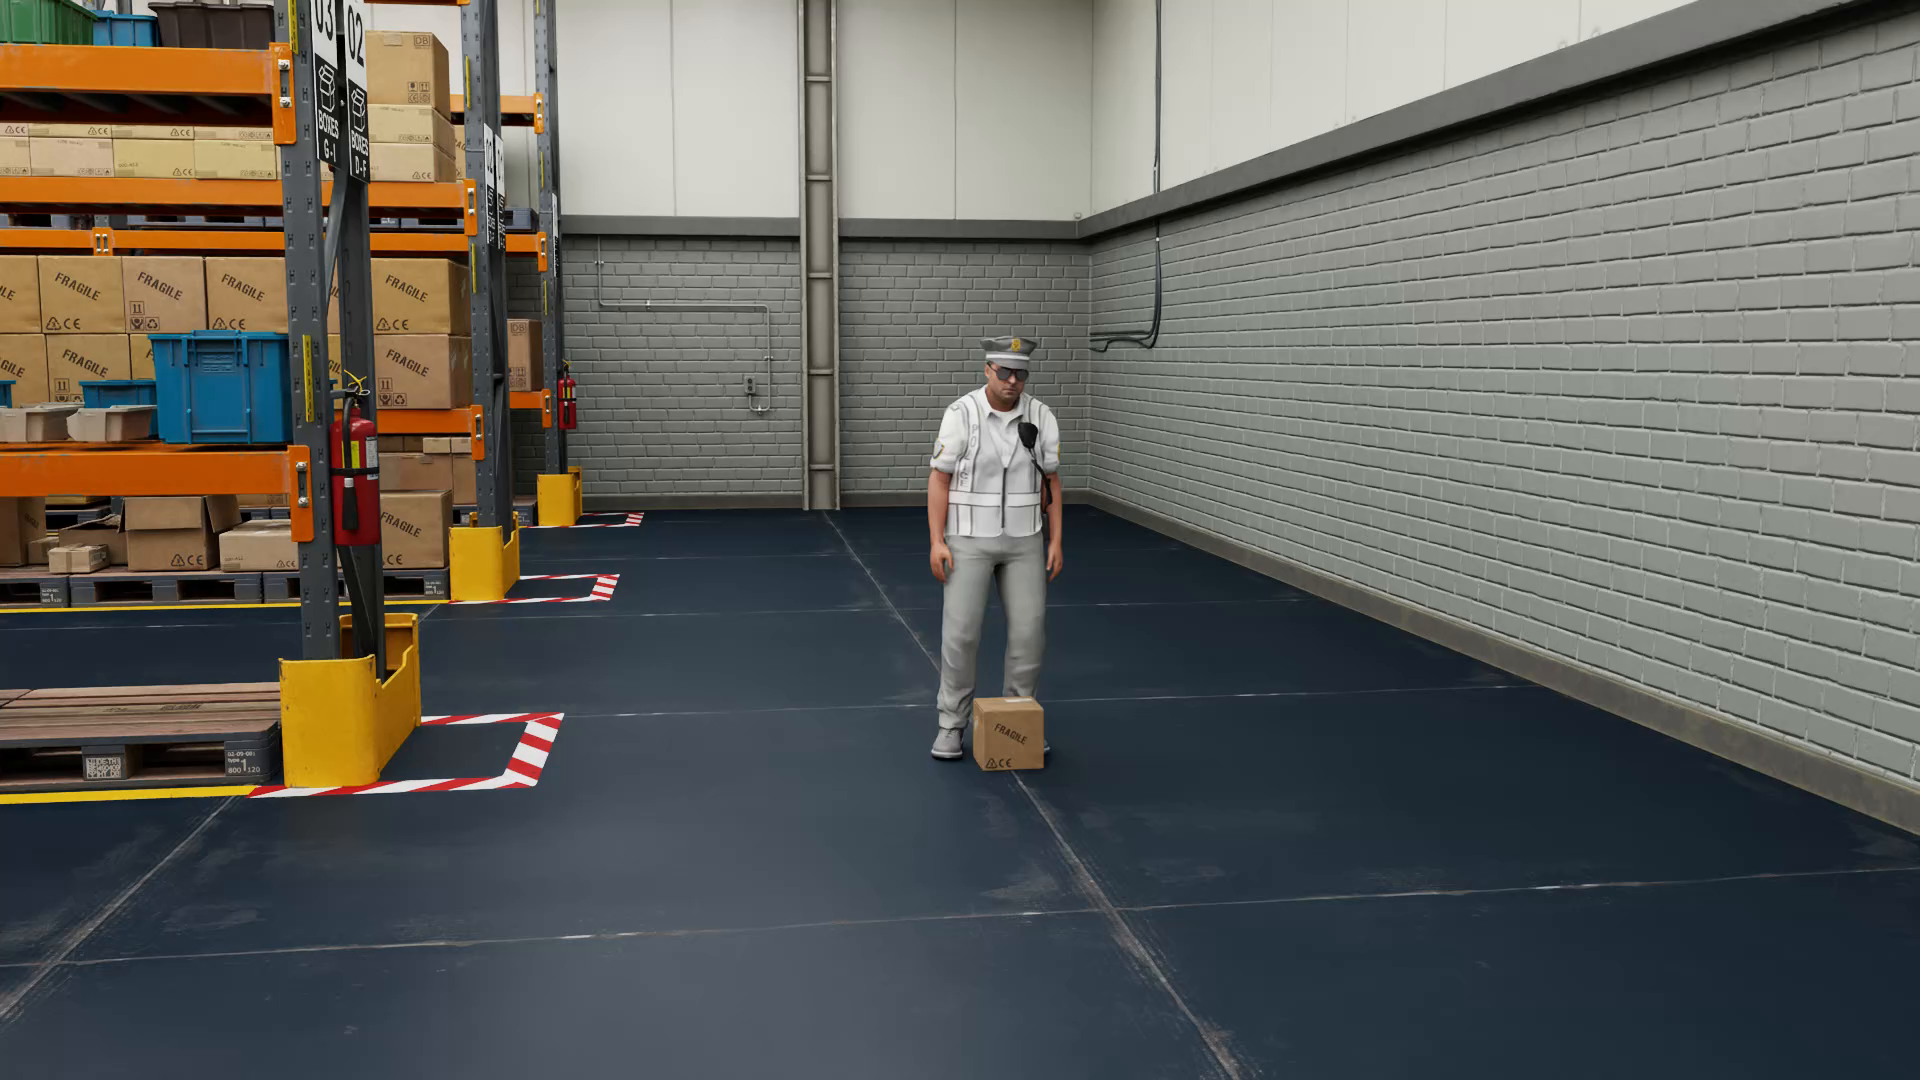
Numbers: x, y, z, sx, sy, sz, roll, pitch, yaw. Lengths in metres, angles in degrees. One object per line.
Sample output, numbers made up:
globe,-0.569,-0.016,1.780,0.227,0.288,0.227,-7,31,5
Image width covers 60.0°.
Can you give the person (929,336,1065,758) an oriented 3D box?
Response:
person,0.152,0.019,7.016,0.601,1.747,0.445,-1,7,-12
